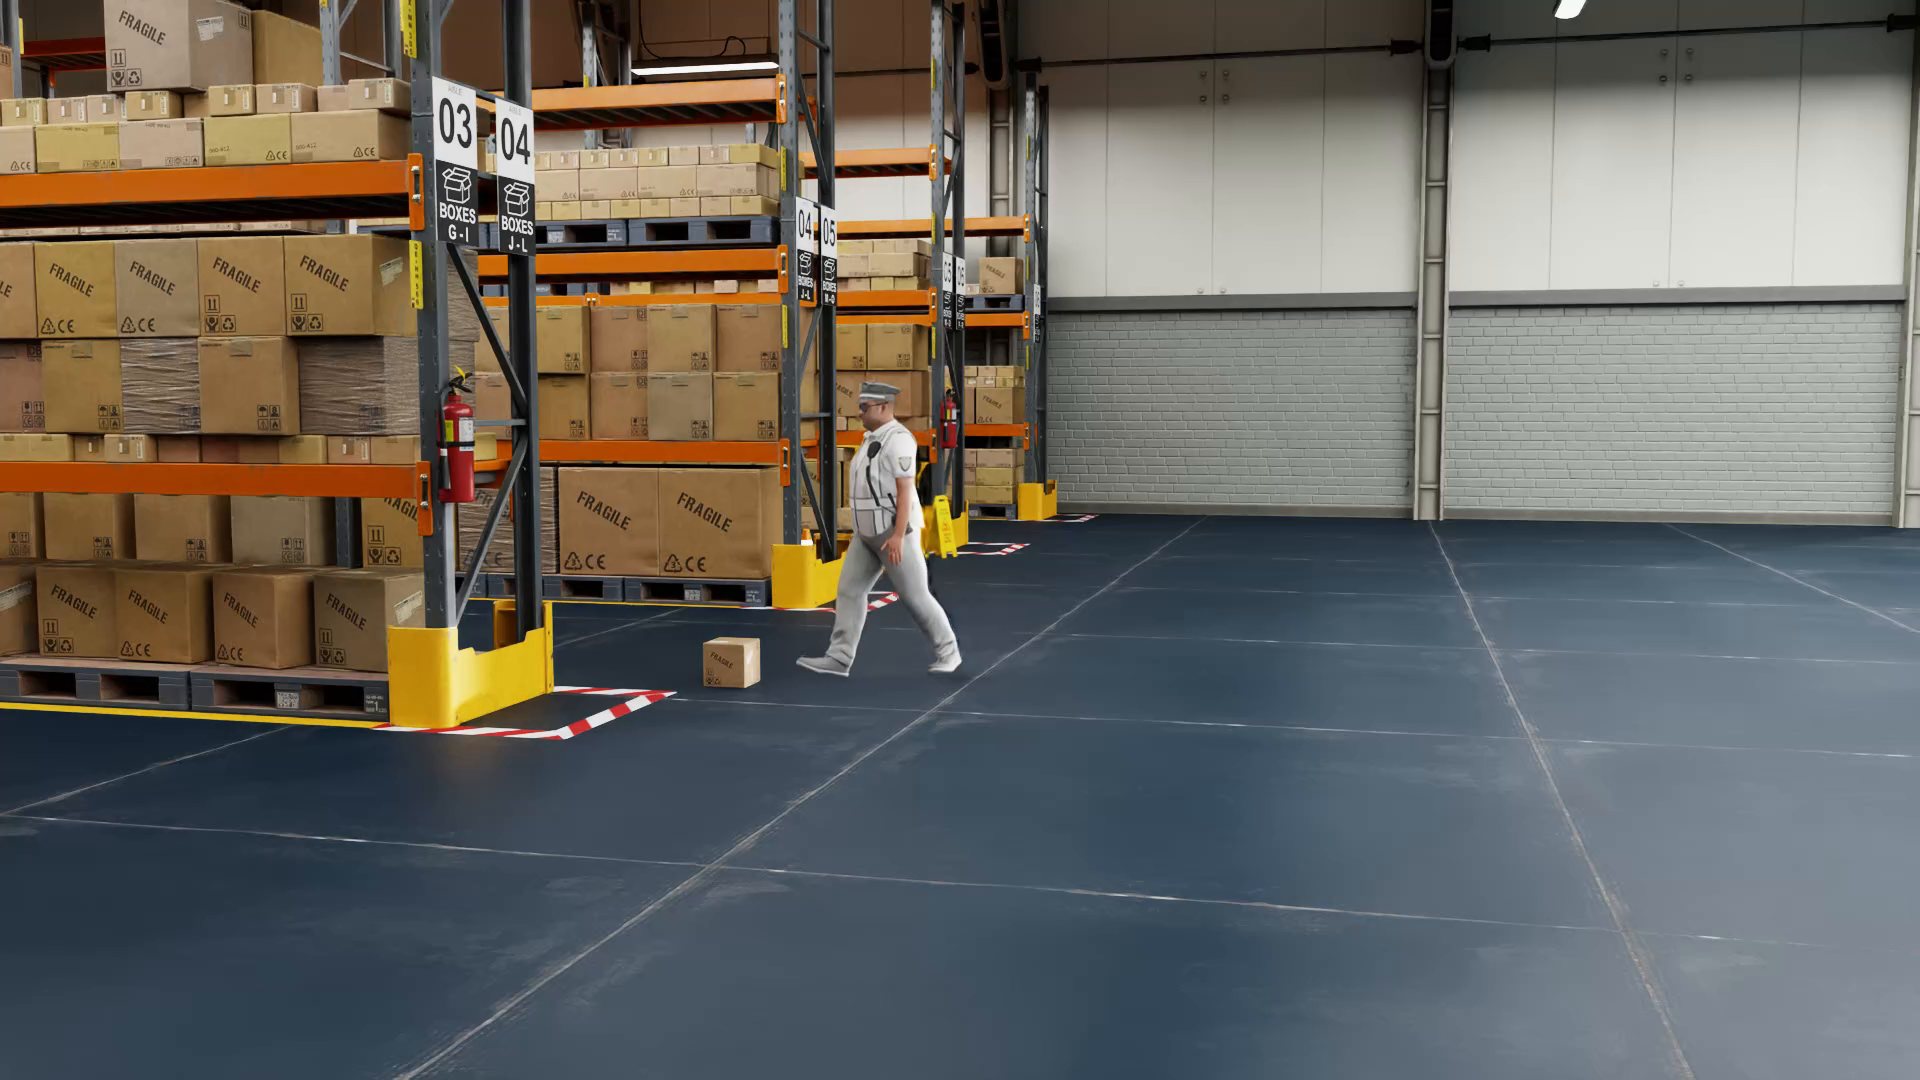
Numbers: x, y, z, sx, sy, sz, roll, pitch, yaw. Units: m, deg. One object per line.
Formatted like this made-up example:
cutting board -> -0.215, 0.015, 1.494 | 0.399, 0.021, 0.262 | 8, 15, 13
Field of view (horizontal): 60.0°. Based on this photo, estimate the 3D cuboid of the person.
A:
person -> -0.437, -0.052, 9.596 | 0.926, 1.723, 0.560 | -3, 6, -32
